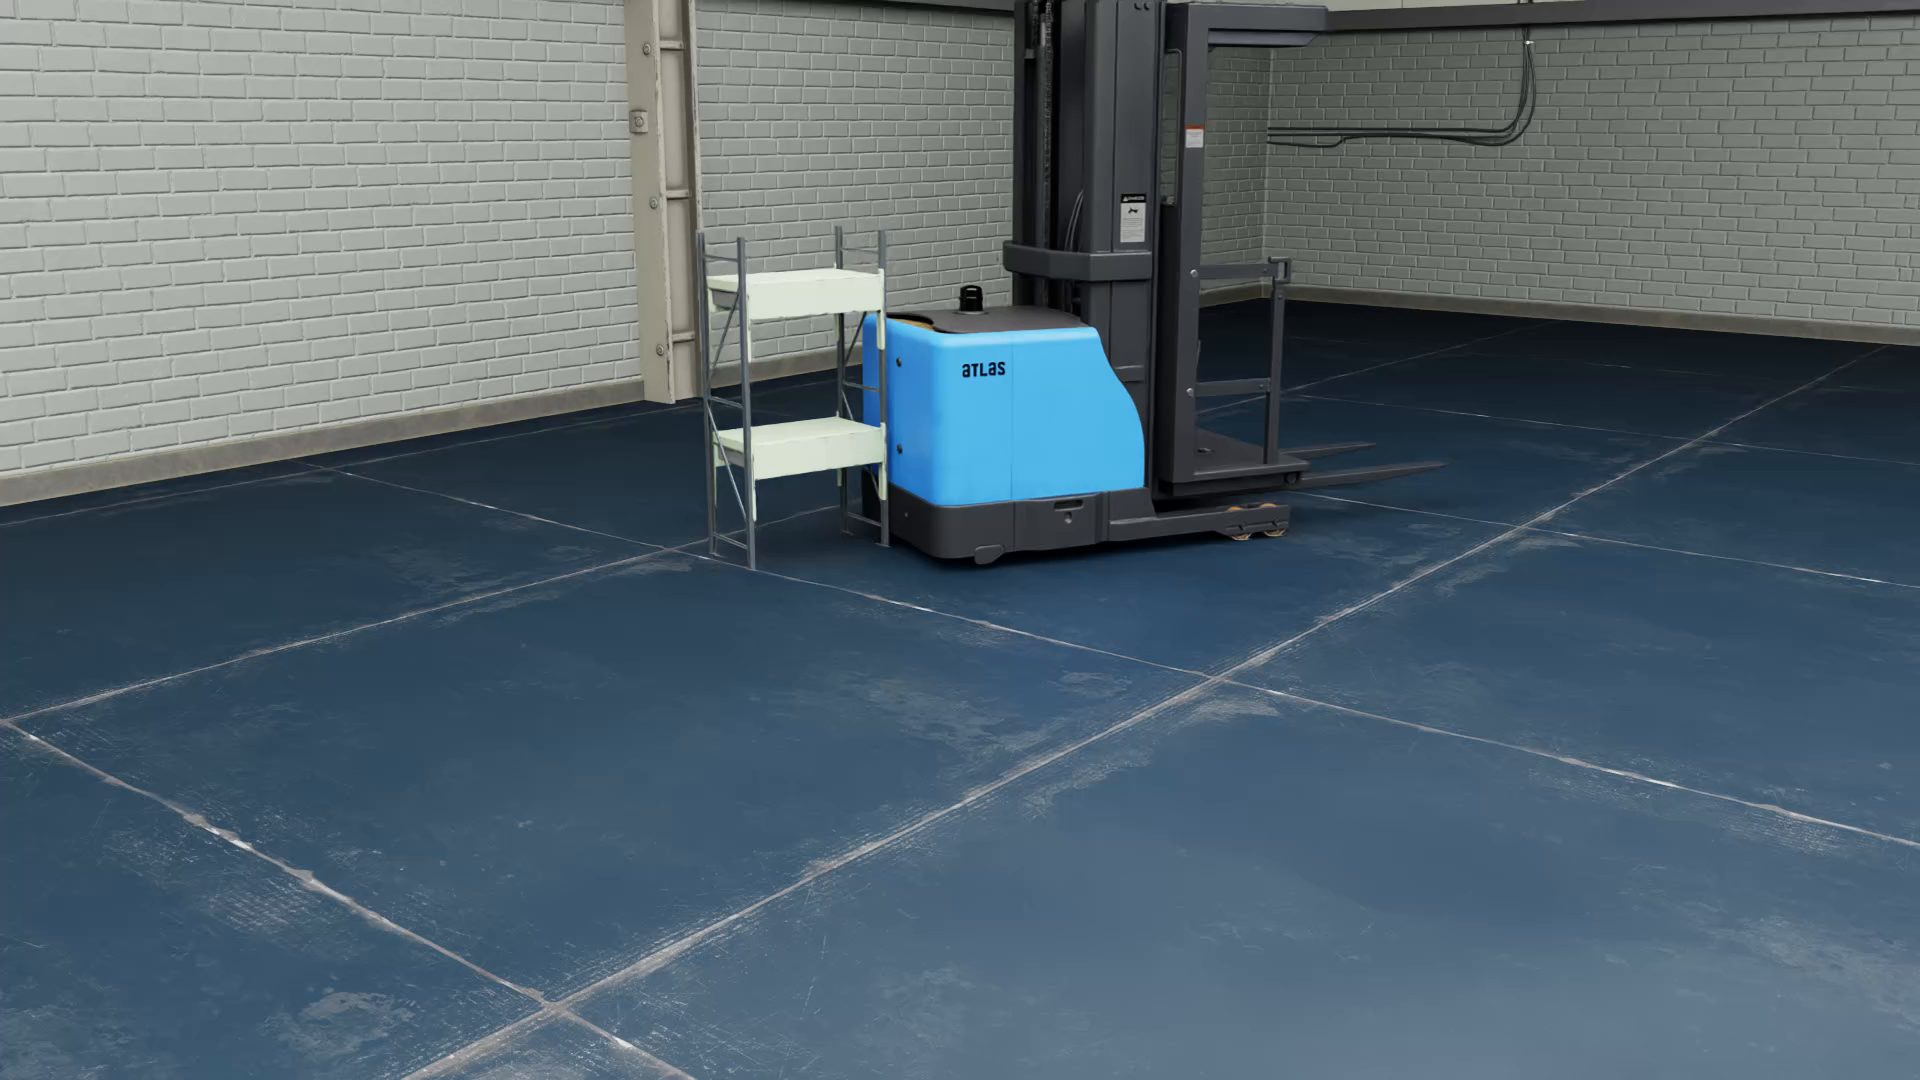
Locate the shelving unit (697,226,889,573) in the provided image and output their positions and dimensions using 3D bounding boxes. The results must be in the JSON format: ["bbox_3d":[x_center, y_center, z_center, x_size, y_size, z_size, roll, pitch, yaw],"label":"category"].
[{"bbox_3d":[-0.762,-0.674,7.729,0.755,1.500,0.431,-10,18,-35],"label":"shelving unit"}]

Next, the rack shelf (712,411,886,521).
[{"bbox_3d":[-0.762,-0.358,7.809,0.720,0.370,0.431,-10,18,-35],"label":"rack shelf"}]

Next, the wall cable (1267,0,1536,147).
[{"bbox_3d":[4.564,-5.408,17.443,3.097,2.526,0.112,11,18,38],"label":"wall cable"}]

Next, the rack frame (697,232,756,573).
[{"bbox_3d":[-1.056,-0.620,7.518,0.023,1.500,0.400,-10,18,-35],"label":"rack frame"}]

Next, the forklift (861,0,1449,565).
[{"bbox_3d":[1.071,-1.528,8.183,3.031,2.935,1.130,-6,16,-23],"label":"forklift"}]

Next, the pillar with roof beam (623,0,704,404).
[{"bbox_3d":[1.262,-4.739,8.500,9.100,9.000,0.400,11,18,38],"label":"pillar with roof beam"}]

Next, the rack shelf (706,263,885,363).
[{"bbox_3d":[-0.762,-1.052,7.633,0.720,0.370,0.431,-10,18,-35],"label":"rack shelf"}]

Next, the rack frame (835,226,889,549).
[{"bbox_3d":[-0.467,-0.727,7.940,0.023,1.500,0.400,-10,18,-35],"label":"rack frame"}]
